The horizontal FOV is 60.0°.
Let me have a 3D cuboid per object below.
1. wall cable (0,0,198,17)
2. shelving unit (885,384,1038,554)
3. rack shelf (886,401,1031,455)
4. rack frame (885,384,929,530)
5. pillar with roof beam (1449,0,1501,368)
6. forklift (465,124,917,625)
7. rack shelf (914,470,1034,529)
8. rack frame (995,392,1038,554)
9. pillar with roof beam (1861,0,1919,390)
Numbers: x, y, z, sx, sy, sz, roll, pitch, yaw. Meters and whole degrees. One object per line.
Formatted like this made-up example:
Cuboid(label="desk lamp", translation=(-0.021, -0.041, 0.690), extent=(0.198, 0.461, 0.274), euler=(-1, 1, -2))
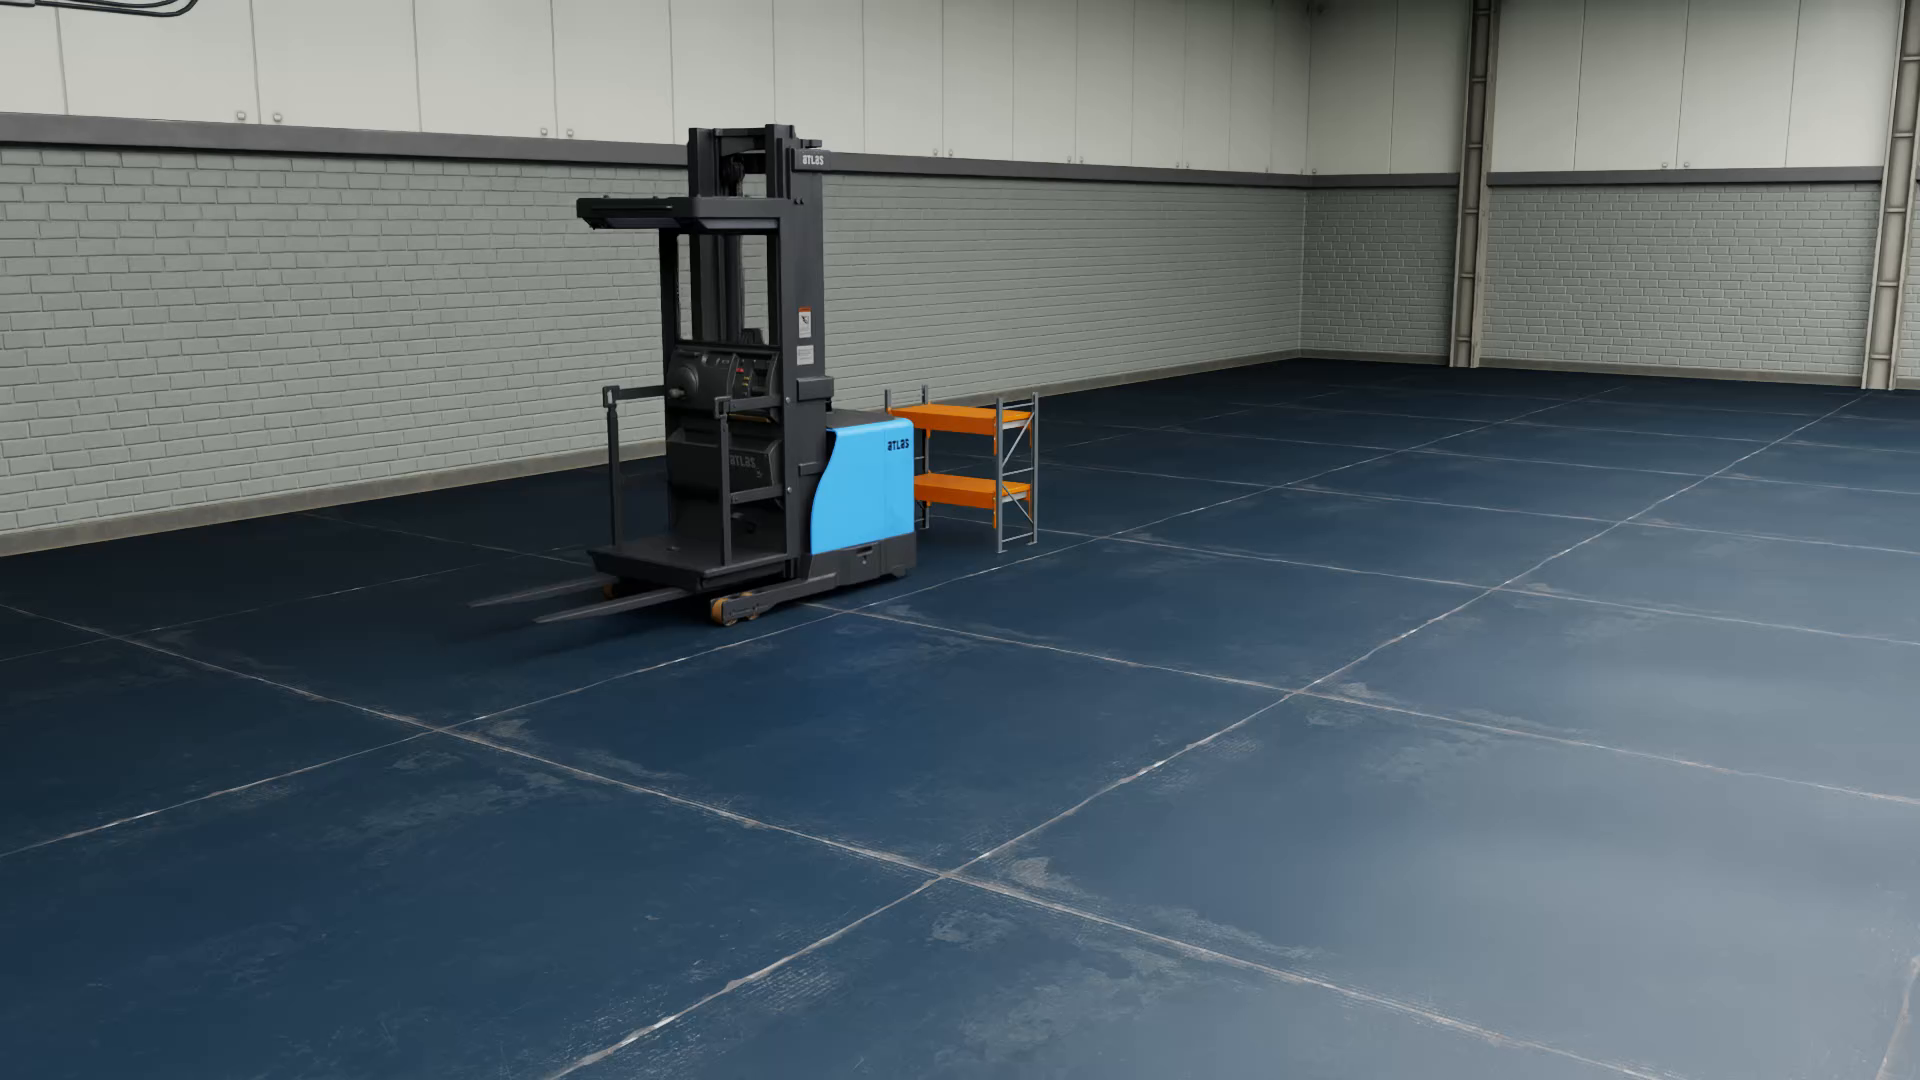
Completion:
Cuboid(label="wall cable", translation=(-6.363, -6.083, 11.329), extent=(0.169, 6.003, 2.305), euler=(8, 13, 36))
Cuboid(label="shelving unit", translation=(0.005, -0.552, 12.419), extent=(1.048, 1.125, 0.538), euler=(8, 13, 36))
Cuboid(label="rack shelf", translation=(0.005, -0.839, 12.363), extent=(1.000, 0.278, 0.538), euler=(8, 13, 36))
Cuboid(label="rack frame", translation=(-0.404, -0.609, 12.714), extent=(0.032, 1.125, 0.500), euler=(8, 13, 36))
Cuboid(label="pillar with roof beam", translation=(5.693, -6.592, 22.910), extent=(0.400, 9.000, 9.100), euler=(8, 13, 36))
Cuboid(label="forklift", translation=(-1.607, -1.036, 10.166), extent=(1.130, 2.935, 3.031), euler=(9, 14, 38))
Cuboid(label="rack shelf", translation=(0.005, -0.311, 12.465), extent=(1.000, 0.278, 0.538), euler=(8, 13, 36))
Cuboid(label="rack frame", translation=(0.415, -0.494, 12.124), extent=(0.032, 1.125, 0.500), euler=(8, 13, 36))
Cuboid(label="pillar with roof beam", translation=(10.529, -5.917, 19.424), extent=(0.400, 9.000, 9.100), euler=(8, 13, 36))
